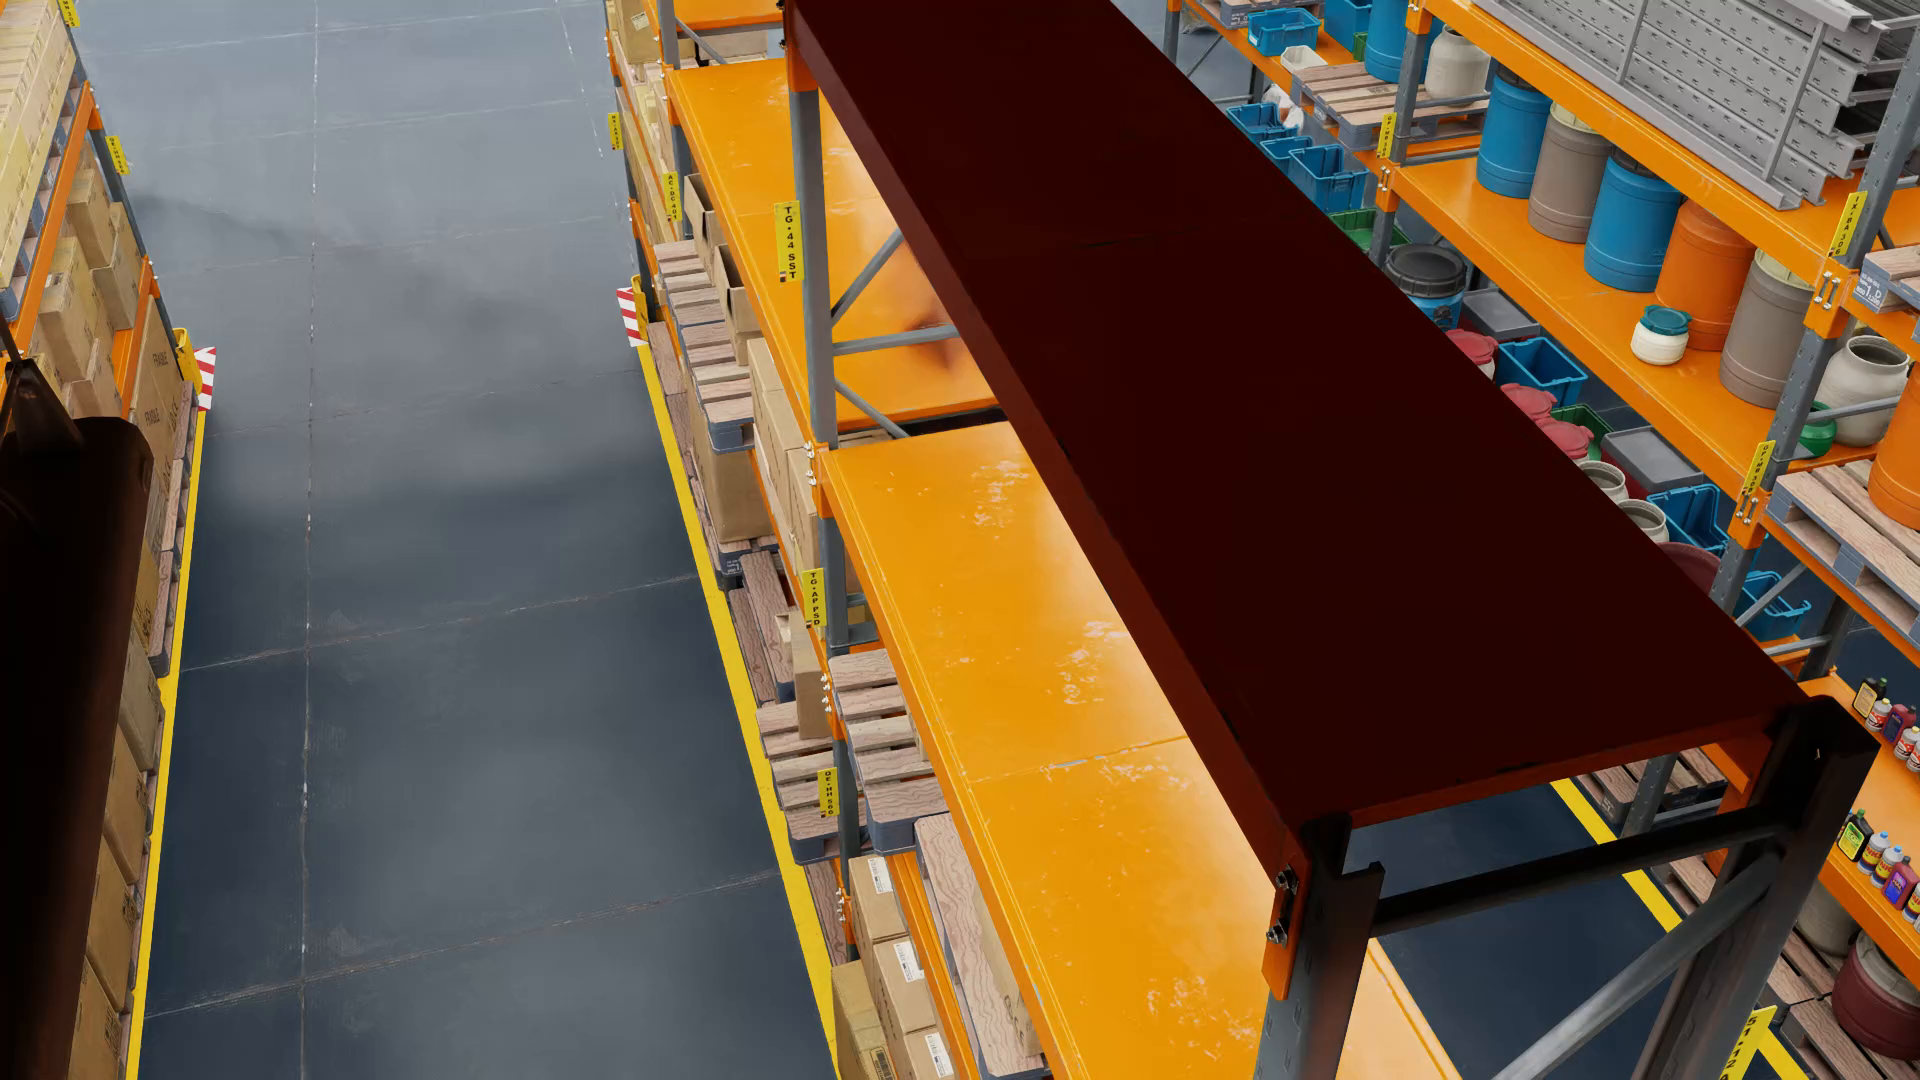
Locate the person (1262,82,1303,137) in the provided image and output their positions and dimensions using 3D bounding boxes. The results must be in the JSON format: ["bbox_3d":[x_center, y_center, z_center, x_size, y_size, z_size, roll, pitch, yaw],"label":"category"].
[{"bbox_3d":[3.218,-4.155,16.742,0.924,1.650,0.672,28,46,31],"label":"person"}]

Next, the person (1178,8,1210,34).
[{"bbox_3d":[2.873,-7.070,20.404,0.681,1.736,0.553,2,38,3],"label":"person"}]
